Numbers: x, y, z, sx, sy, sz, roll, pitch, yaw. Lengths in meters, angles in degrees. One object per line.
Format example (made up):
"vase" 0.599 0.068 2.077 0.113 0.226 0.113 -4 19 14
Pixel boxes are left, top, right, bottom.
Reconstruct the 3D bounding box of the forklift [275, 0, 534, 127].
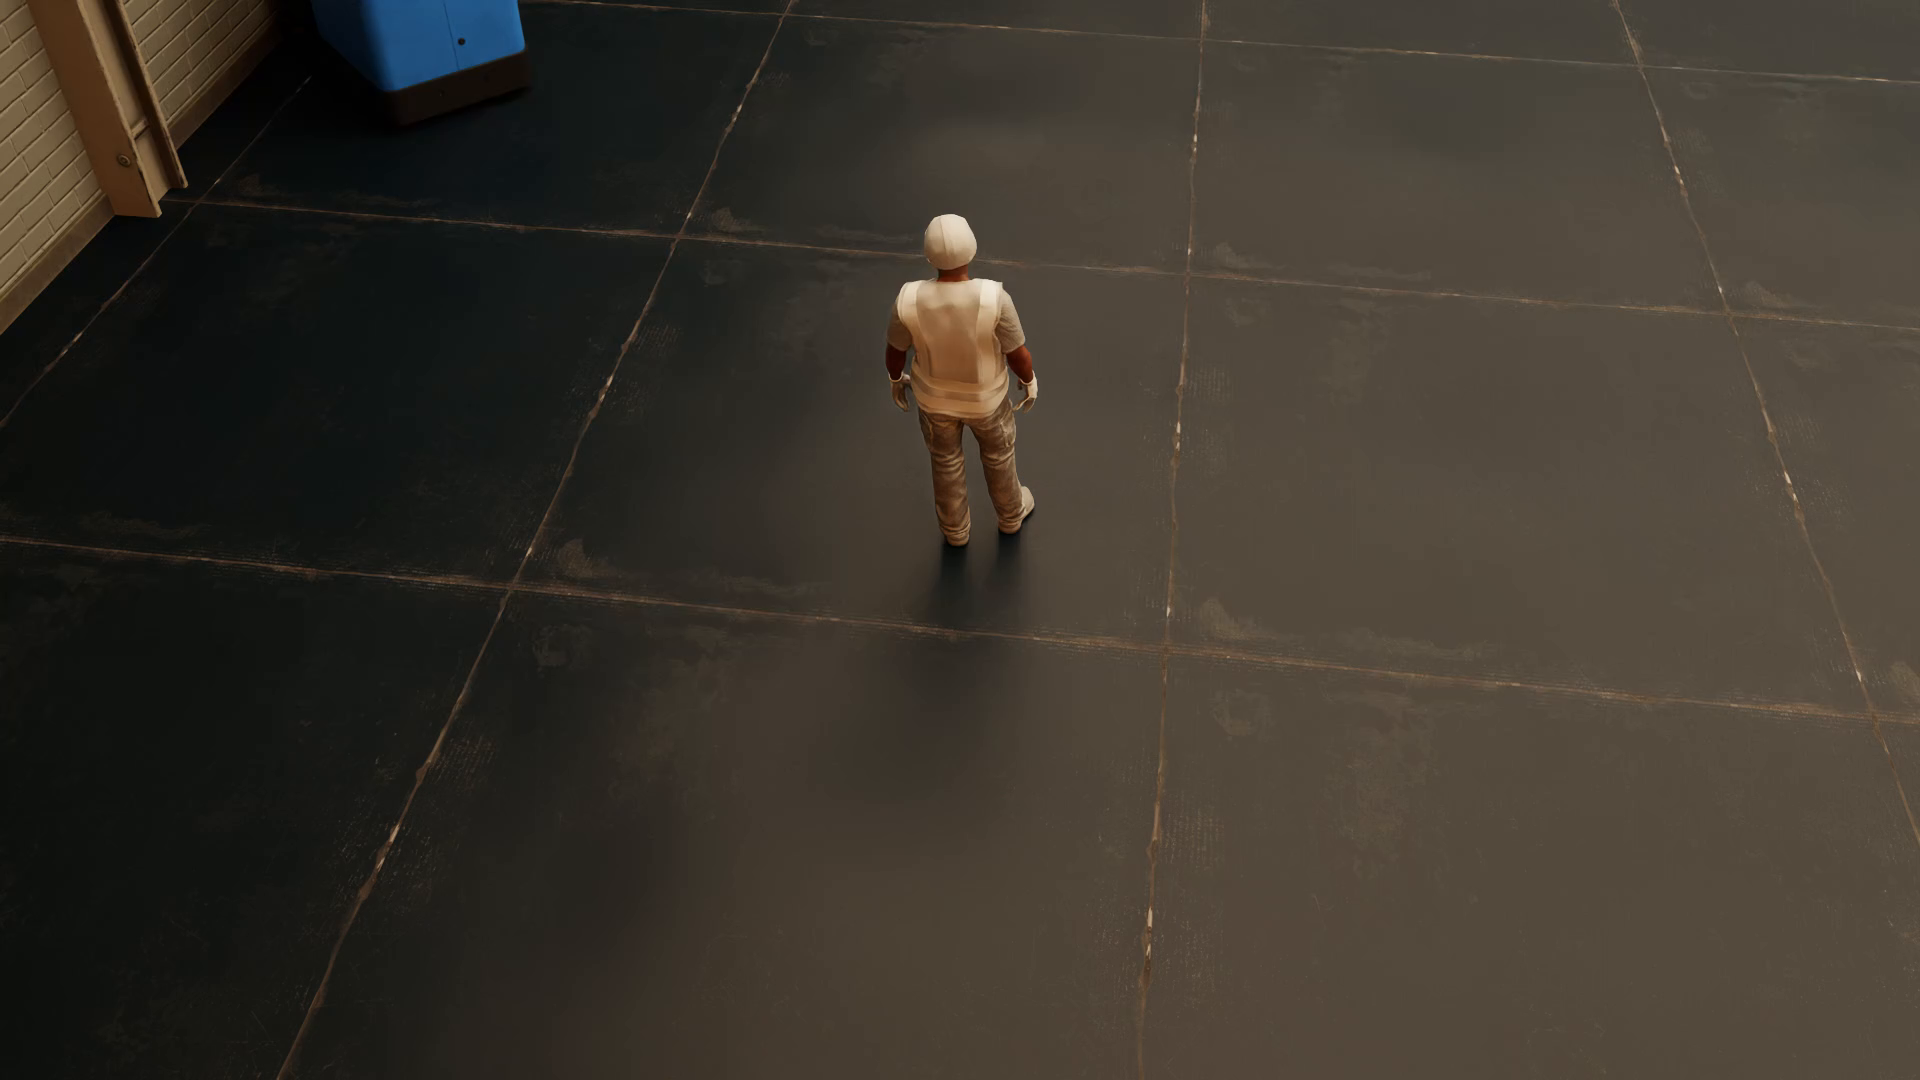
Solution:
"forklift" -4.151 -4.676 10.815 1.130 2.935 3.031 -28 49 -27

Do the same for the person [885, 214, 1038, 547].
"person" 0.018 -0.709 7.334 0.656 1.782 0.577 5 43 6
